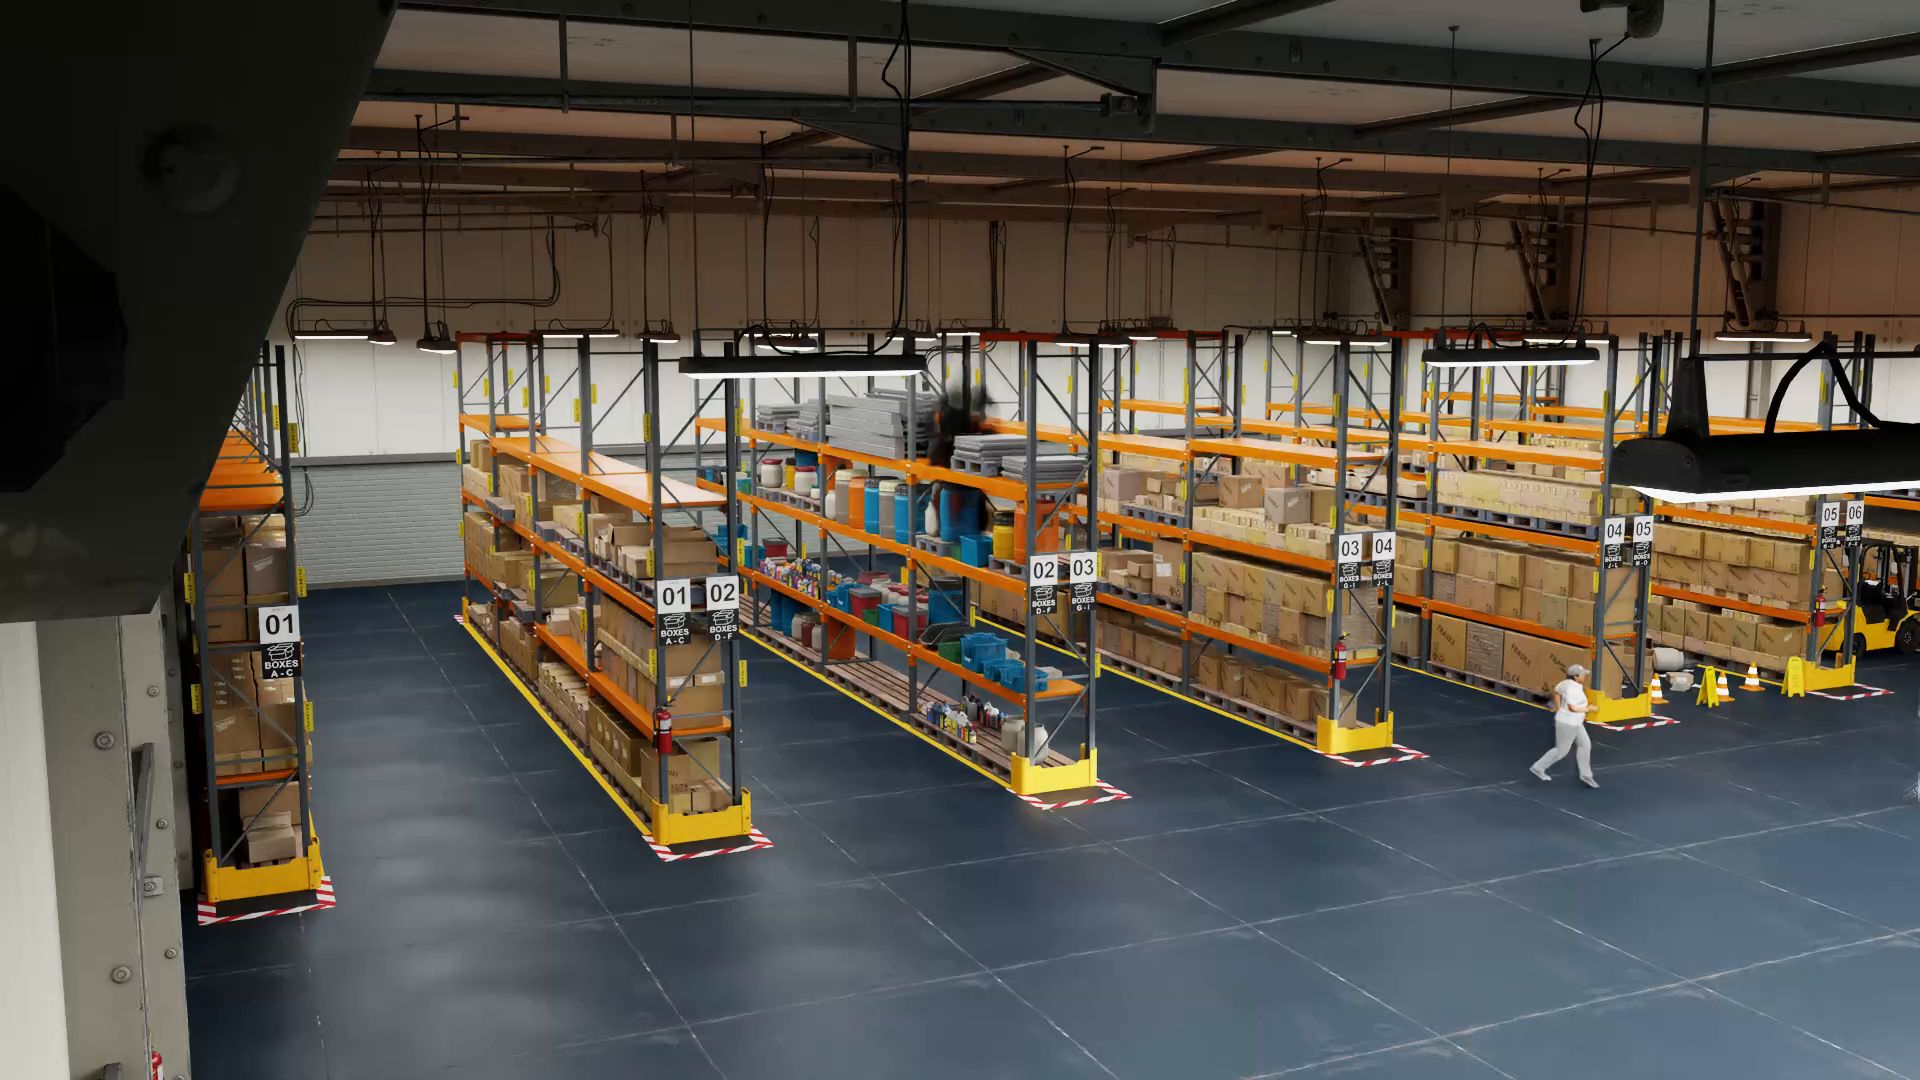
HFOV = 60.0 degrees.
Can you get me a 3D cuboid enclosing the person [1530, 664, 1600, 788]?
[{"bbox_3d":[8.195,2.510,22.438,0.905,1.702,0.625,3,8,20],"label":"person"}]
